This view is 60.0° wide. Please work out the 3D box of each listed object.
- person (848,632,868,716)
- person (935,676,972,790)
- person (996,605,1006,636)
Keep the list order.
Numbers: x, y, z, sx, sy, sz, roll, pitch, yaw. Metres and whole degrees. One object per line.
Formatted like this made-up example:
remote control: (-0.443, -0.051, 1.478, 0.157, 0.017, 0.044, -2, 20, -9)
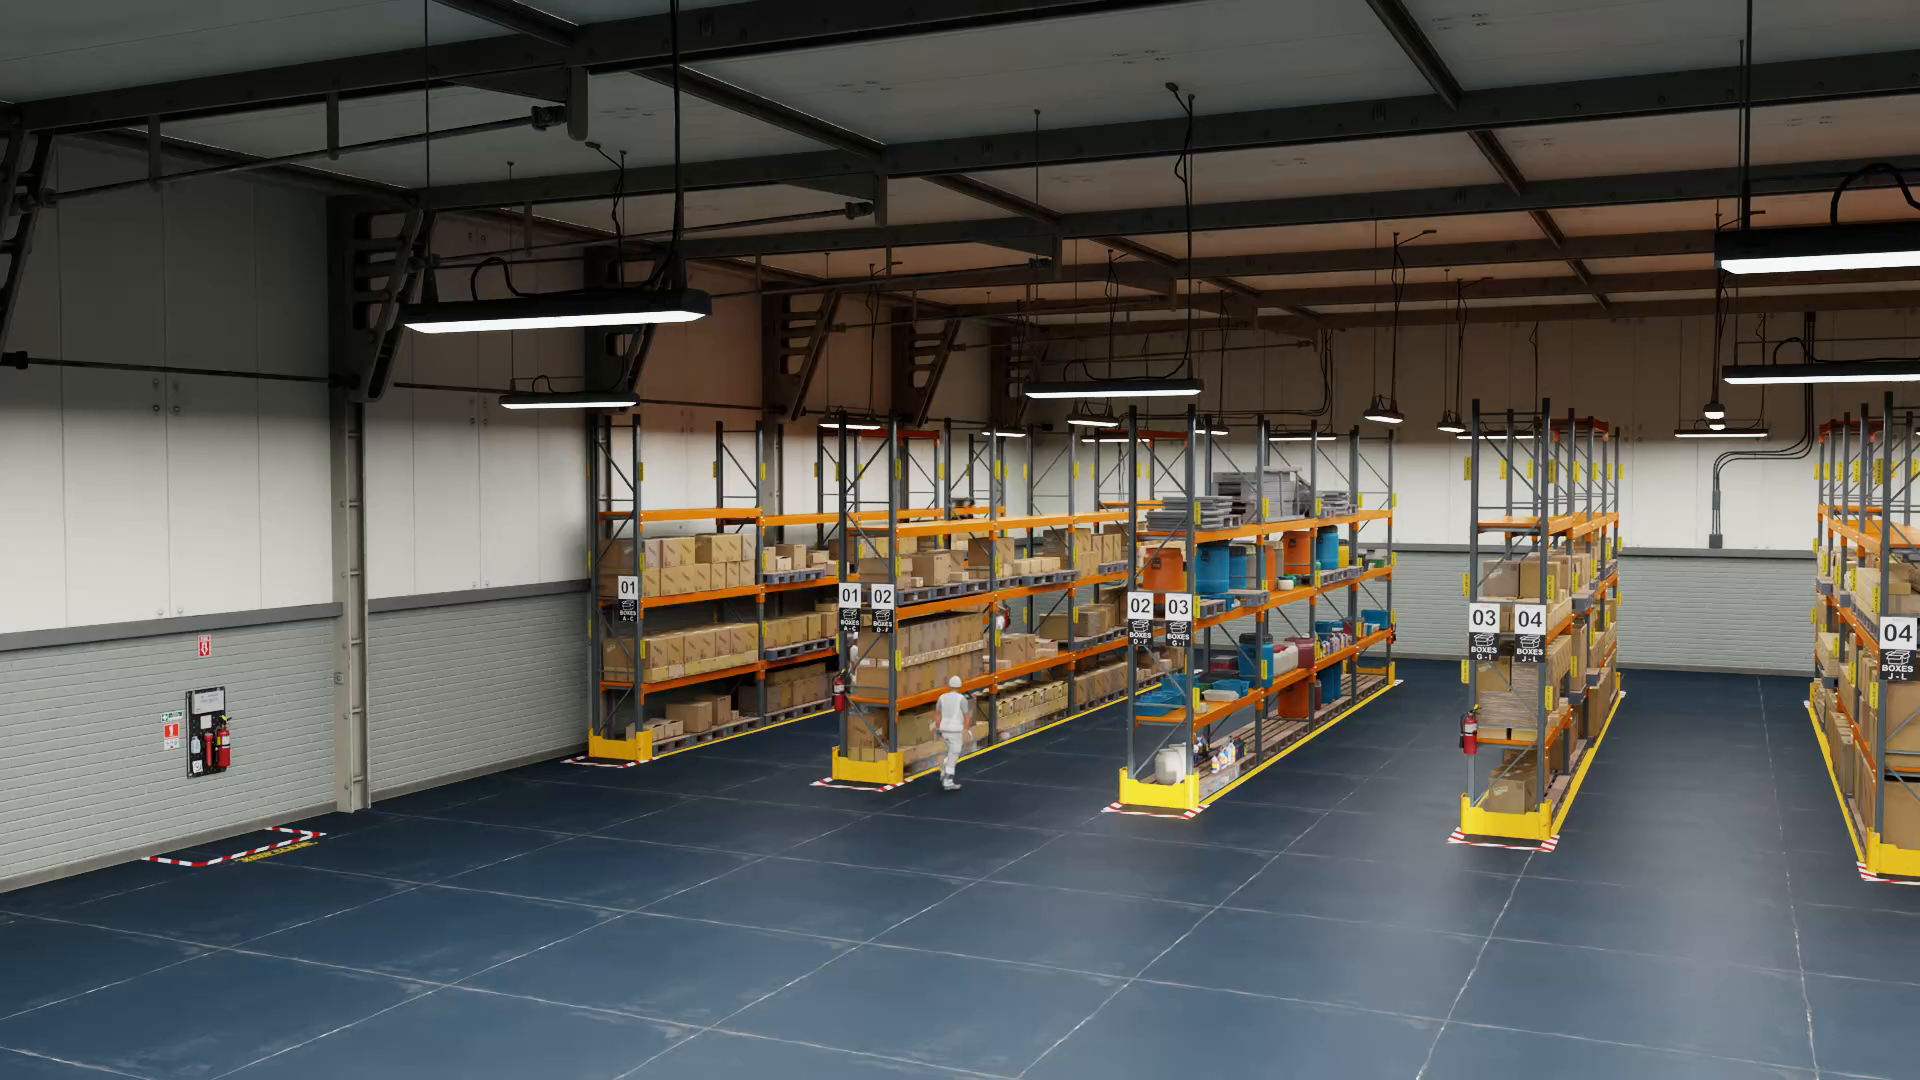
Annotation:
person: (-1.985, 2.744, 33.391, 0.512, 1.800, 0.614, 1, 2, 14)
person: (-0.100, 3.049, 26.219, 0.499, 1.822, 0.550, -2, 3, -39)
person: (0.883, 2.467, 40.168, 0.445, 1.784, 0.603, 0, 2, 4)
